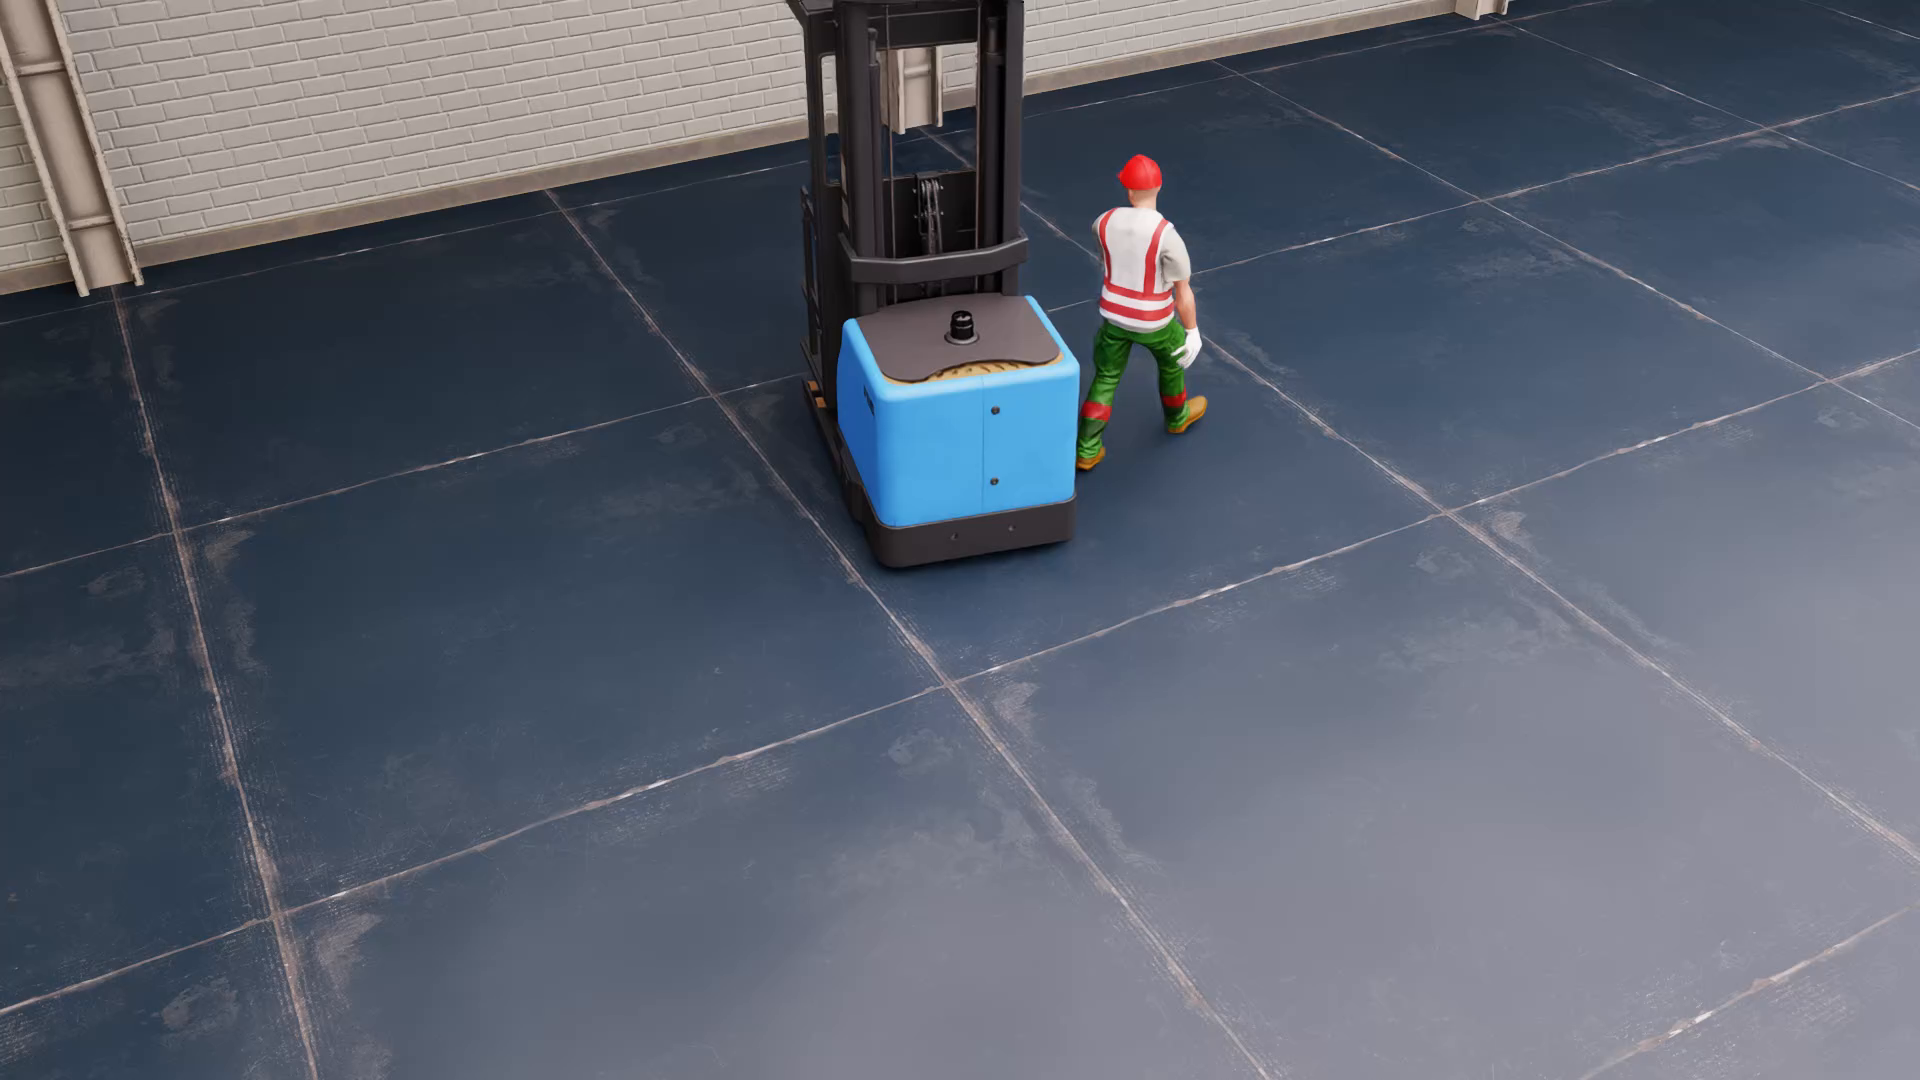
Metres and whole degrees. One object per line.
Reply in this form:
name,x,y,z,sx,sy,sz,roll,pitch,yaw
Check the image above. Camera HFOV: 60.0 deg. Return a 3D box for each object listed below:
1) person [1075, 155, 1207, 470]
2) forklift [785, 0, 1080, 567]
person,1.040,-1.233,8.932,0.712,1.743,0.902,20,40,26
forklift,-0.291,-1.909,8.823,1.130,2.935,3.031,-9,36,-13
